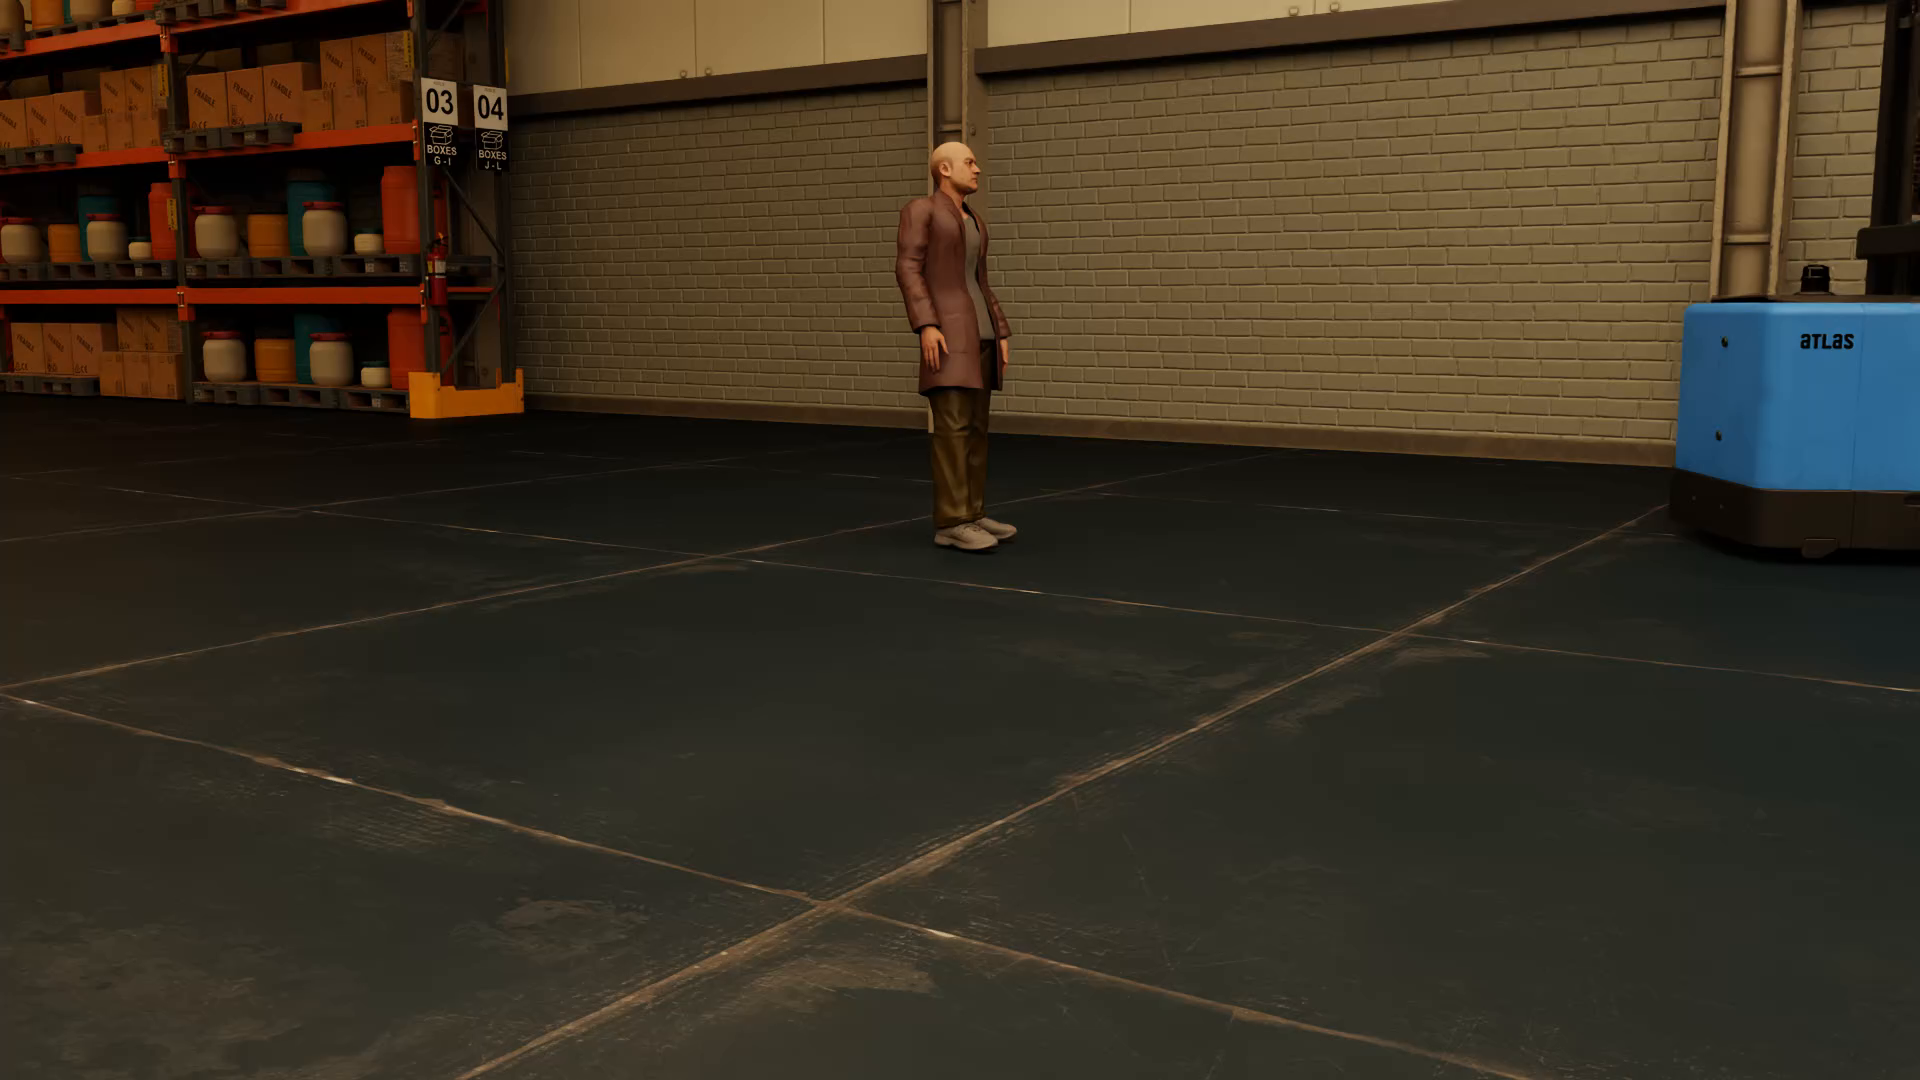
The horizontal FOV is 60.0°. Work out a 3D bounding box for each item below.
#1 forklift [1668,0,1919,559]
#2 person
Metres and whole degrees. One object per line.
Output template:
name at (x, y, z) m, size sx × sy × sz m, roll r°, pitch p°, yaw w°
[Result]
forklift at (4.820, -1.411, 7.115) m, size 3.031 × 2.935 × 1.130 m, roll 0°, pitch 8°, yaw 2°
person at (0.073, -0.880, 7.423) m, size 0.582 × 1.776 × 0.696 m, roll 5°, pitch 10°, yaw 34°
